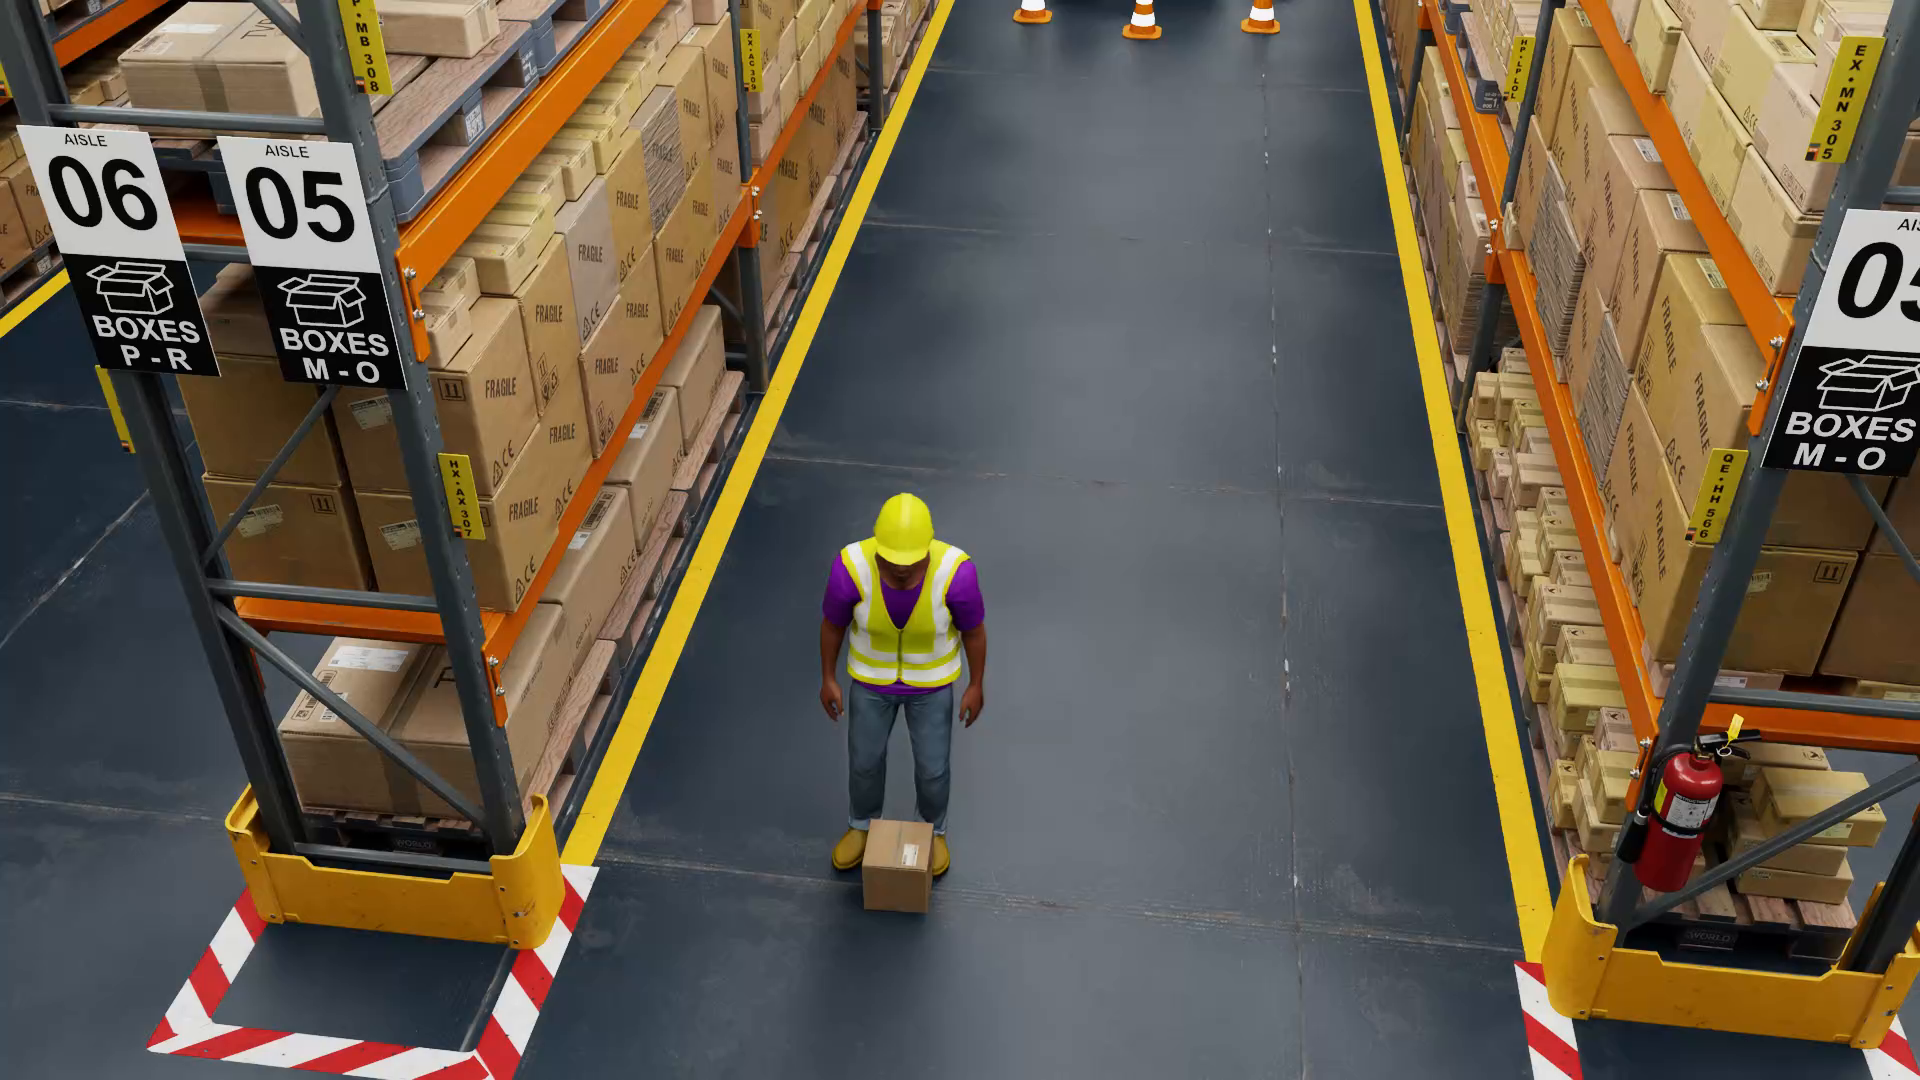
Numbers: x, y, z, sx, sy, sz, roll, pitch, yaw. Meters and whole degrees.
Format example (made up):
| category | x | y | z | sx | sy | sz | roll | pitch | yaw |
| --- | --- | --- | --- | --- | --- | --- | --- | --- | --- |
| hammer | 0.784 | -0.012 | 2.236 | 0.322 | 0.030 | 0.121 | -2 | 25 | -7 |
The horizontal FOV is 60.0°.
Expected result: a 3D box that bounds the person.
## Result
| category | x | y | z | sx | sy | sz | roll | pitch | yaw |
| --- | --- | --- | --- | --- | --- | --- | --- | --- | --- |
| person | -0.218 | 0.540 | 6.281 | 0.629 | 1.759 | 0.460 | 2 | 36 | 3 |
